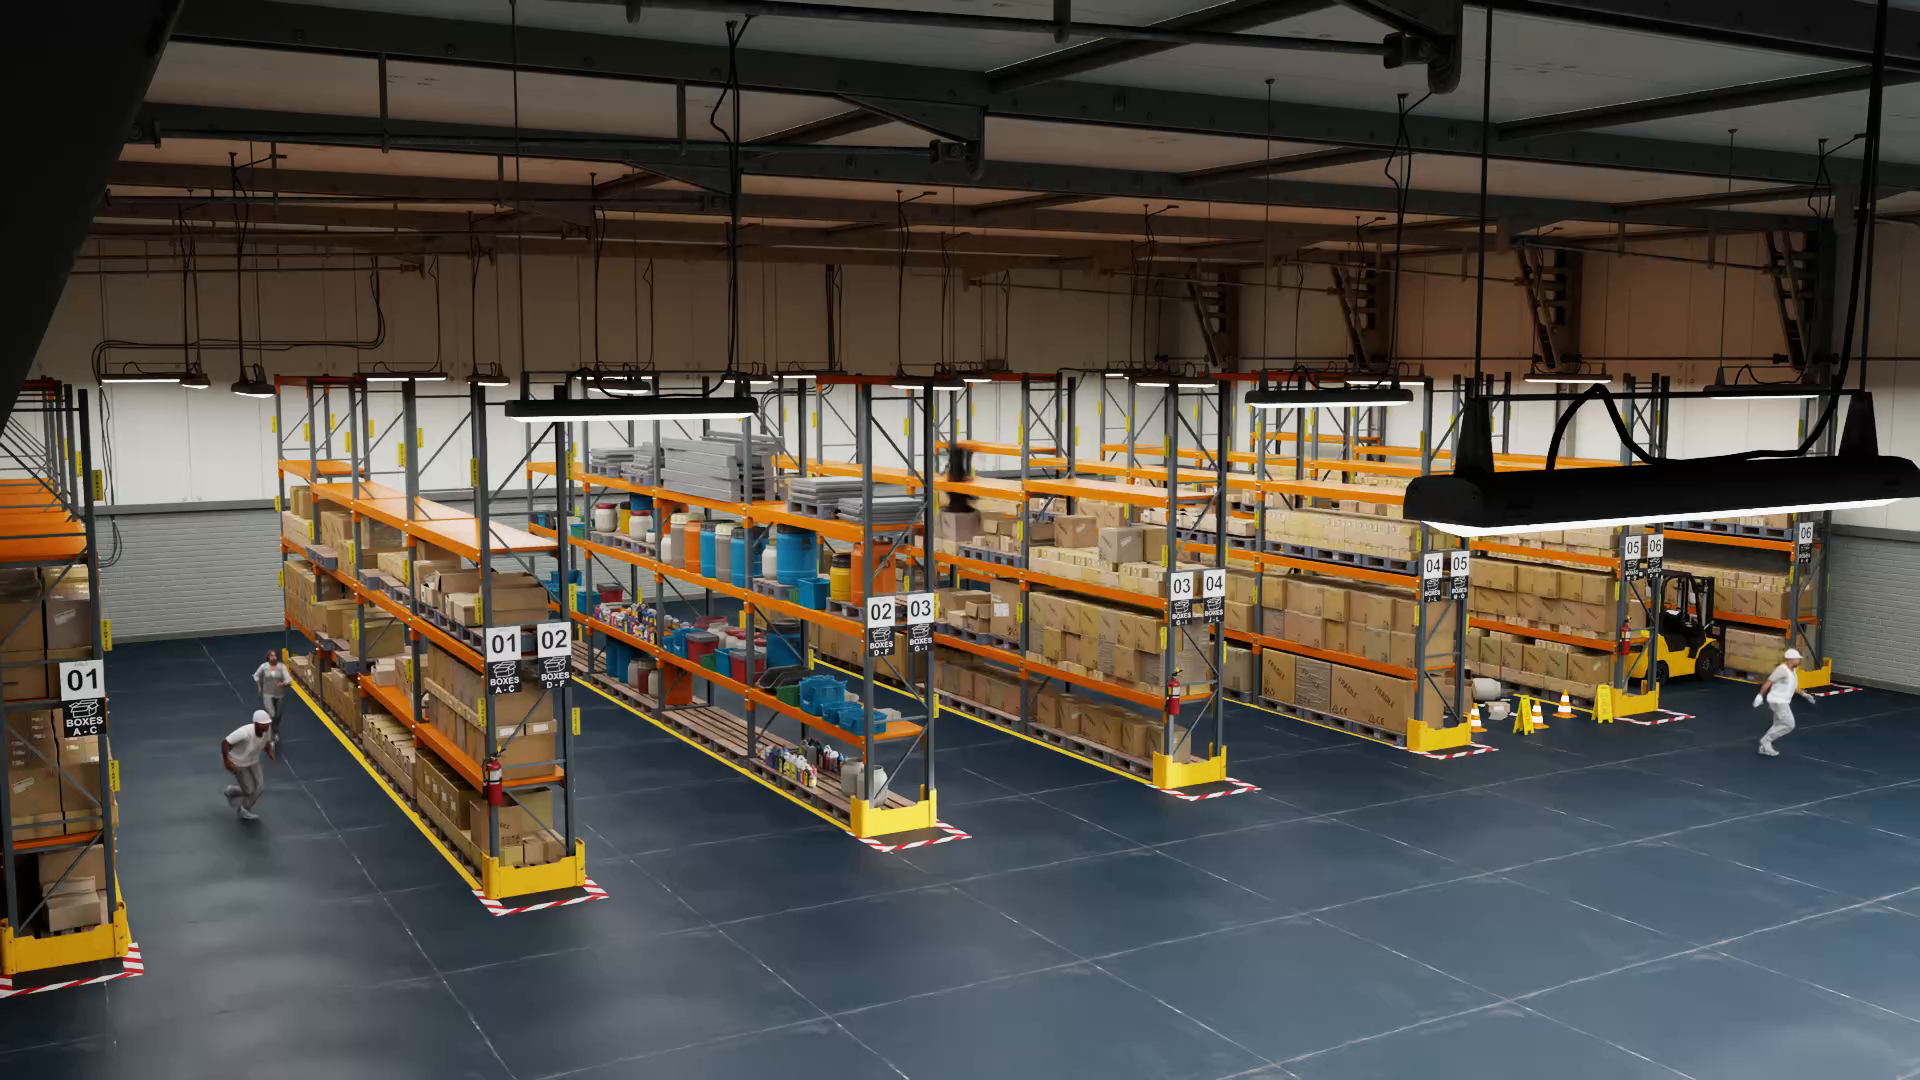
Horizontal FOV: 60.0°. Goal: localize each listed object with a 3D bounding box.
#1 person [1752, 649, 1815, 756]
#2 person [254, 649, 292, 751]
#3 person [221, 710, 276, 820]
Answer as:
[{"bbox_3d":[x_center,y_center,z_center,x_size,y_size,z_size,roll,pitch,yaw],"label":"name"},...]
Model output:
[{"bbox_3d":[13.069,2.579,26.353,0.809,1.724,0.689,5,8,37],"label":"person"},{"bbox_3d":[-11.165,2.578,27.061,0.541,1.642,0.705,-4,7,-29],"label":"person"},{"bbox_3d":[-9.769,3.076,22.747,0.945,1.564,0.726,3,7,28],"label":"person"}]
